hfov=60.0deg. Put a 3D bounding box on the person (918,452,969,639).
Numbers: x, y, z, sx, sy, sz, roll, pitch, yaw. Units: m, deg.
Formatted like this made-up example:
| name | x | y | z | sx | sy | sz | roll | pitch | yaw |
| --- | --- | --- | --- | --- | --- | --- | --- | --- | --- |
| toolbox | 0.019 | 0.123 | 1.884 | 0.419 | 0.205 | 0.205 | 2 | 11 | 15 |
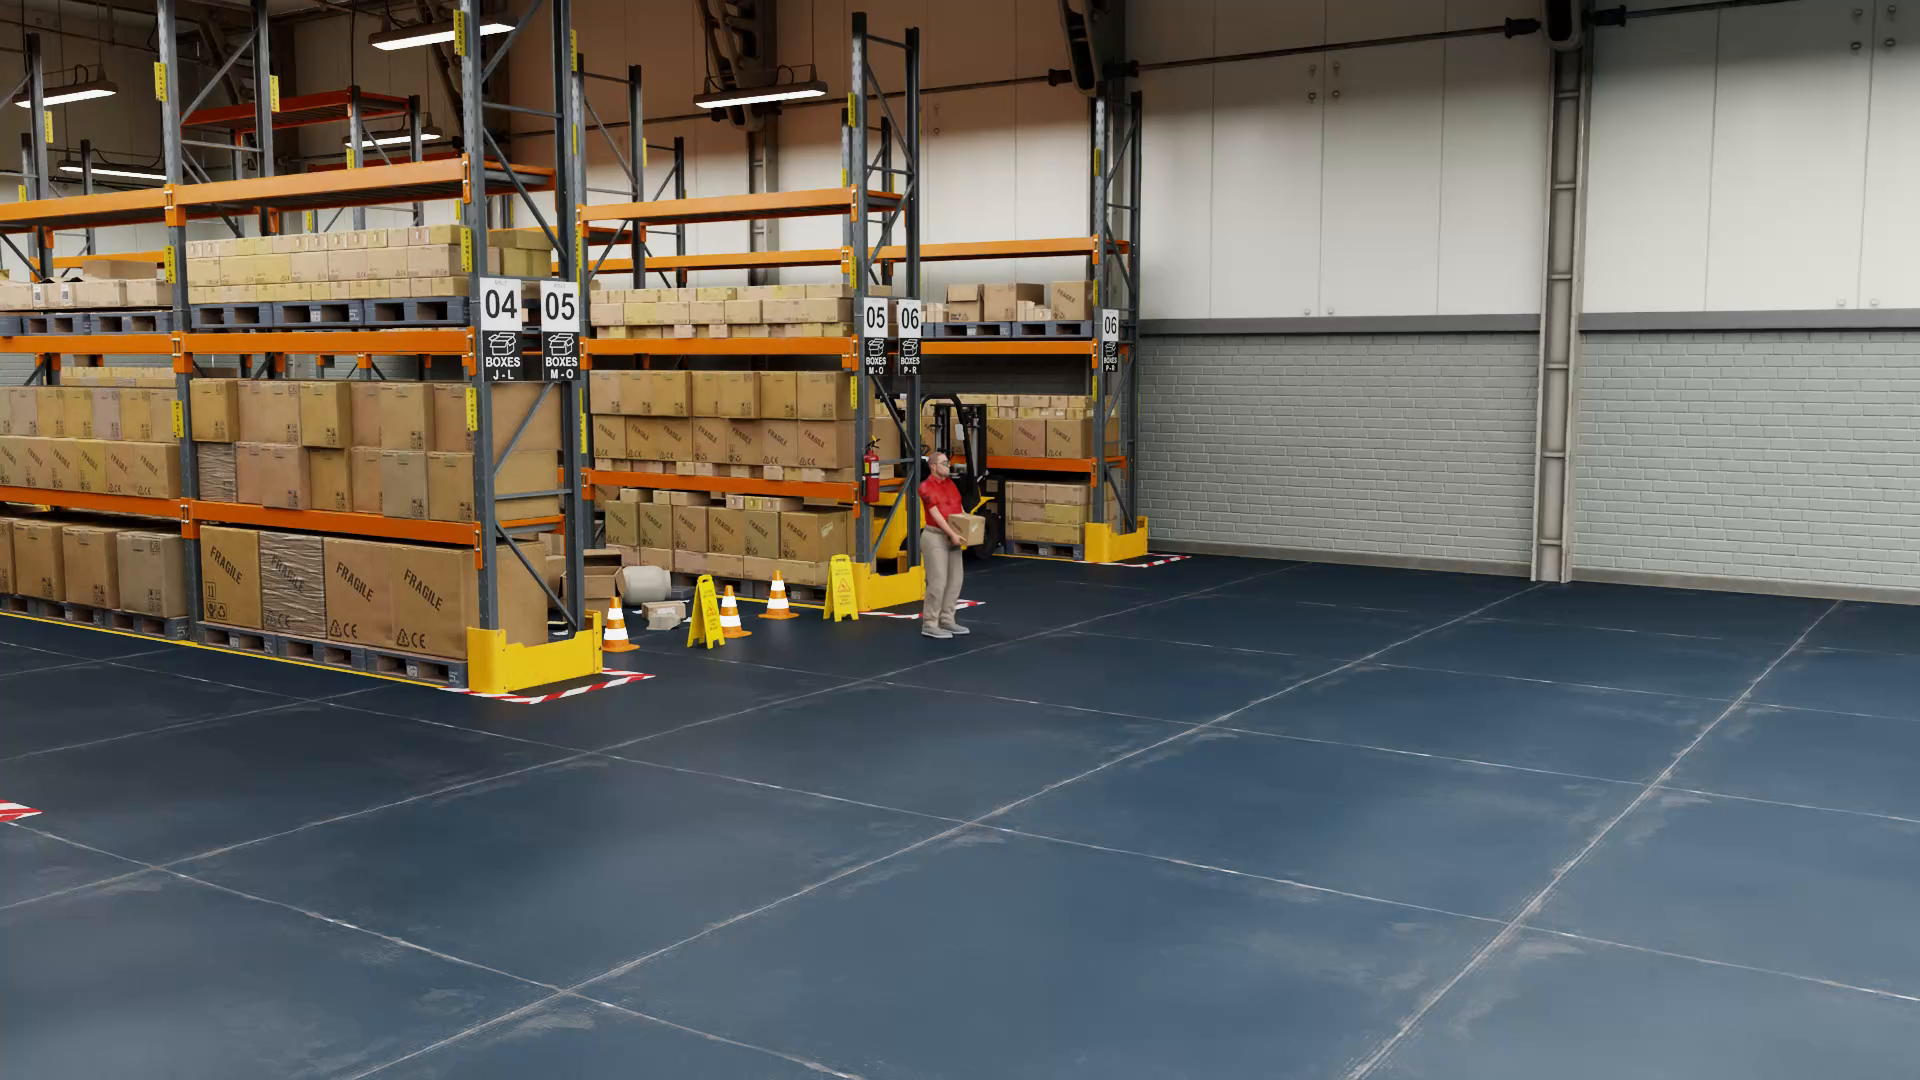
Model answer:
| name | x | y | z | sx | sy | sz | roll | pitch | yaw |
| --- | --- | --- | --- | --- | --- | --- | --- | --- | --- |
| person | -0.082 | 0.044 | 15.507 | 0.537 | 1.715 | 0.494 | 4 | 8 | 35 |
